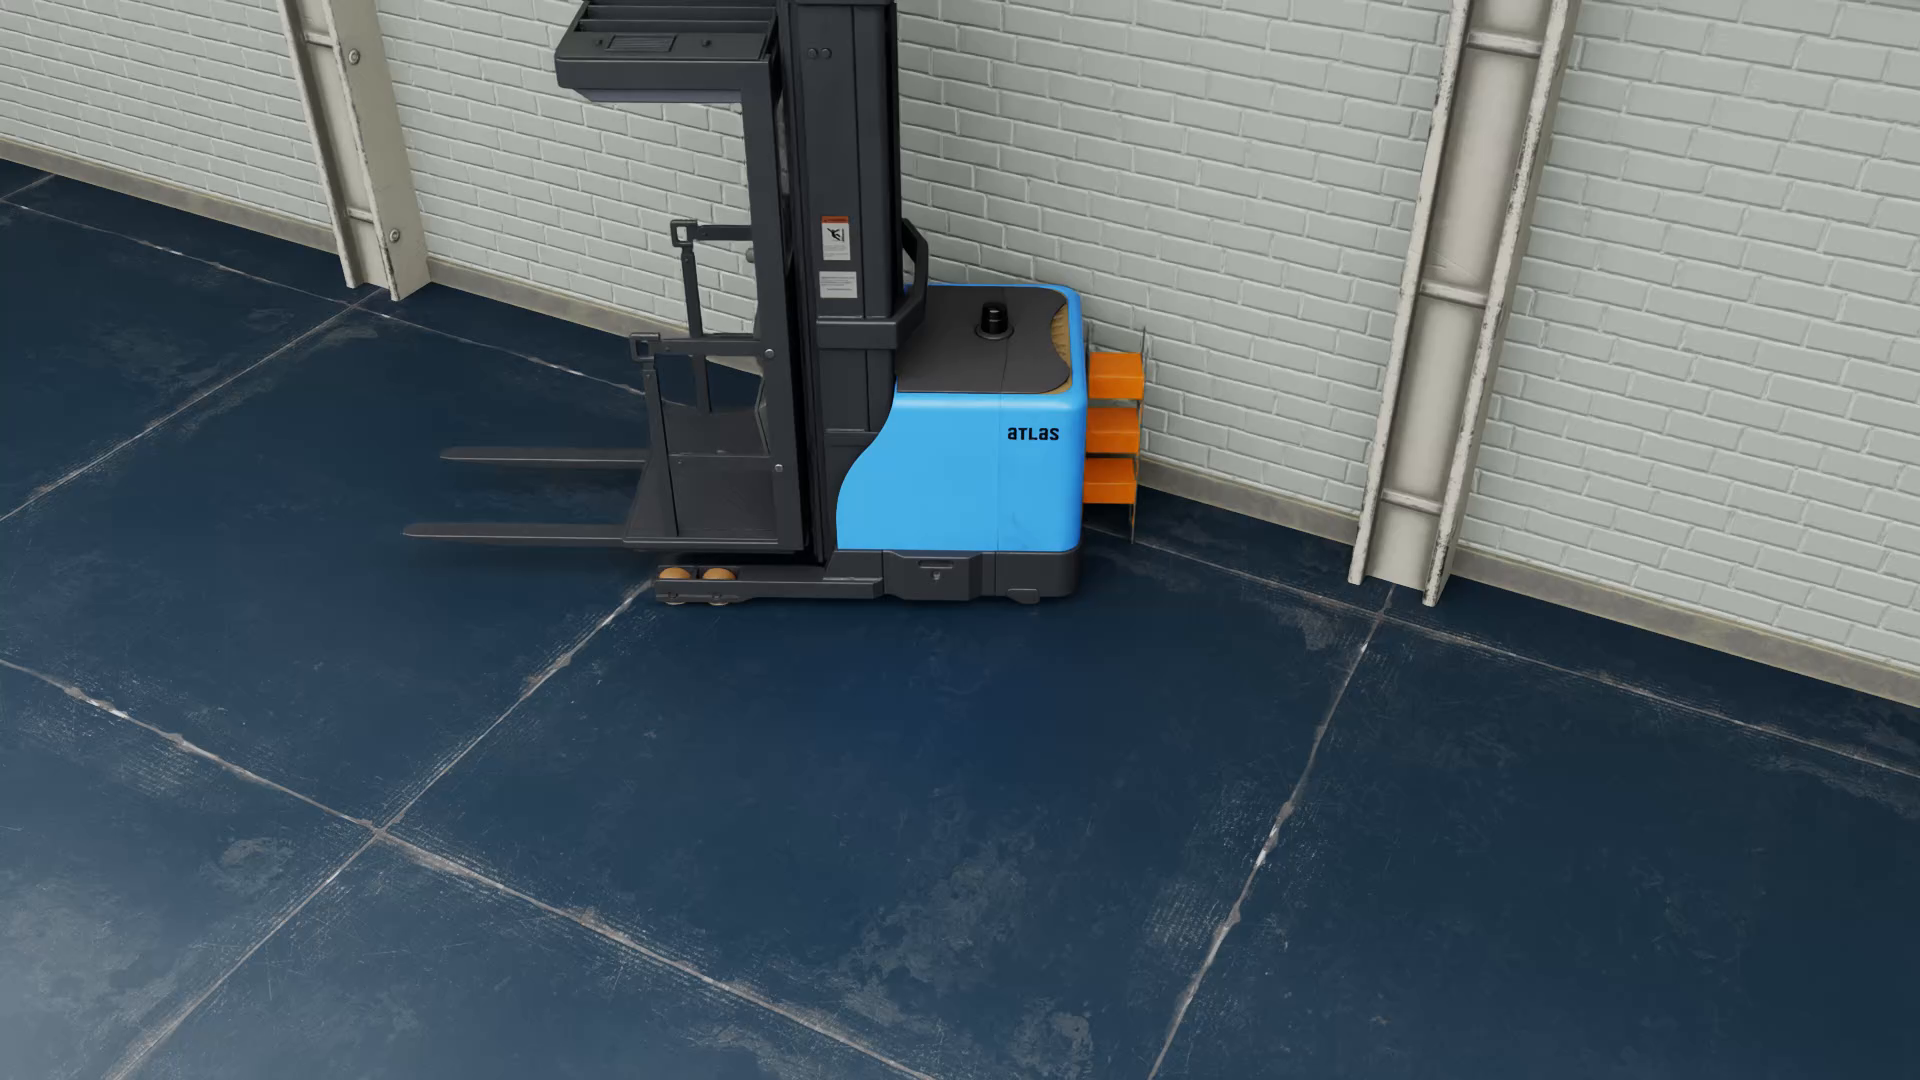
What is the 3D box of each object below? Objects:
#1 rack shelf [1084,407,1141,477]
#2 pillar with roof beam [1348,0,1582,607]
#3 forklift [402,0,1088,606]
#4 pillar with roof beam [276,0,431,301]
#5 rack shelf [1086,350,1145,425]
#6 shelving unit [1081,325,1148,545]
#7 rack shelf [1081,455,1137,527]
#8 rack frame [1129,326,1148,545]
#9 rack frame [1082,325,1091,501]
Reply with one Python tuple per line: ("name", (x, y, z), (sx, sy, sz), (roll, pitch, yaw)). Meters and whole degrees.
("rack shelf", (0.679, -0.449, 7.490), (0.240, 0.259, 0.215), (1, 37, 1))
("pillar with roof beam", (0.015, -1.113, 1.773), (0.400, 9.000, 9.100), (17, 41, 21))
("forklift", (-0.970, -1.197, 6.902), (3.031, 2.935, 1.130), (1, 37, 1))
("pillar with roof beam", (-5.313, -2.781, 3.971), (0.400, 9.000, 9.100), (17, 41, 21))
("rack shelf", (0.679, -0.675, 7.319), (0.240, 0.259, 0.215), (1, 37, 1))
("shelving unit", (0.679, -0.457, 7.484), (0.252, 1.050, 0.215), (1, 37, 1))
("rack shelf", (0.679, -0.227, 7.658), (0.240, 0.259, 0.215), (1, 37, 1))
("rack frame", (0.801, -0.455, 7.482), (0.008, 1.050, 0.200), (1, 37, 1))
("rack frame", (0.557, -0.459, 7.486), (0.008, 1.050, 0.200), (1, 37, 1))
